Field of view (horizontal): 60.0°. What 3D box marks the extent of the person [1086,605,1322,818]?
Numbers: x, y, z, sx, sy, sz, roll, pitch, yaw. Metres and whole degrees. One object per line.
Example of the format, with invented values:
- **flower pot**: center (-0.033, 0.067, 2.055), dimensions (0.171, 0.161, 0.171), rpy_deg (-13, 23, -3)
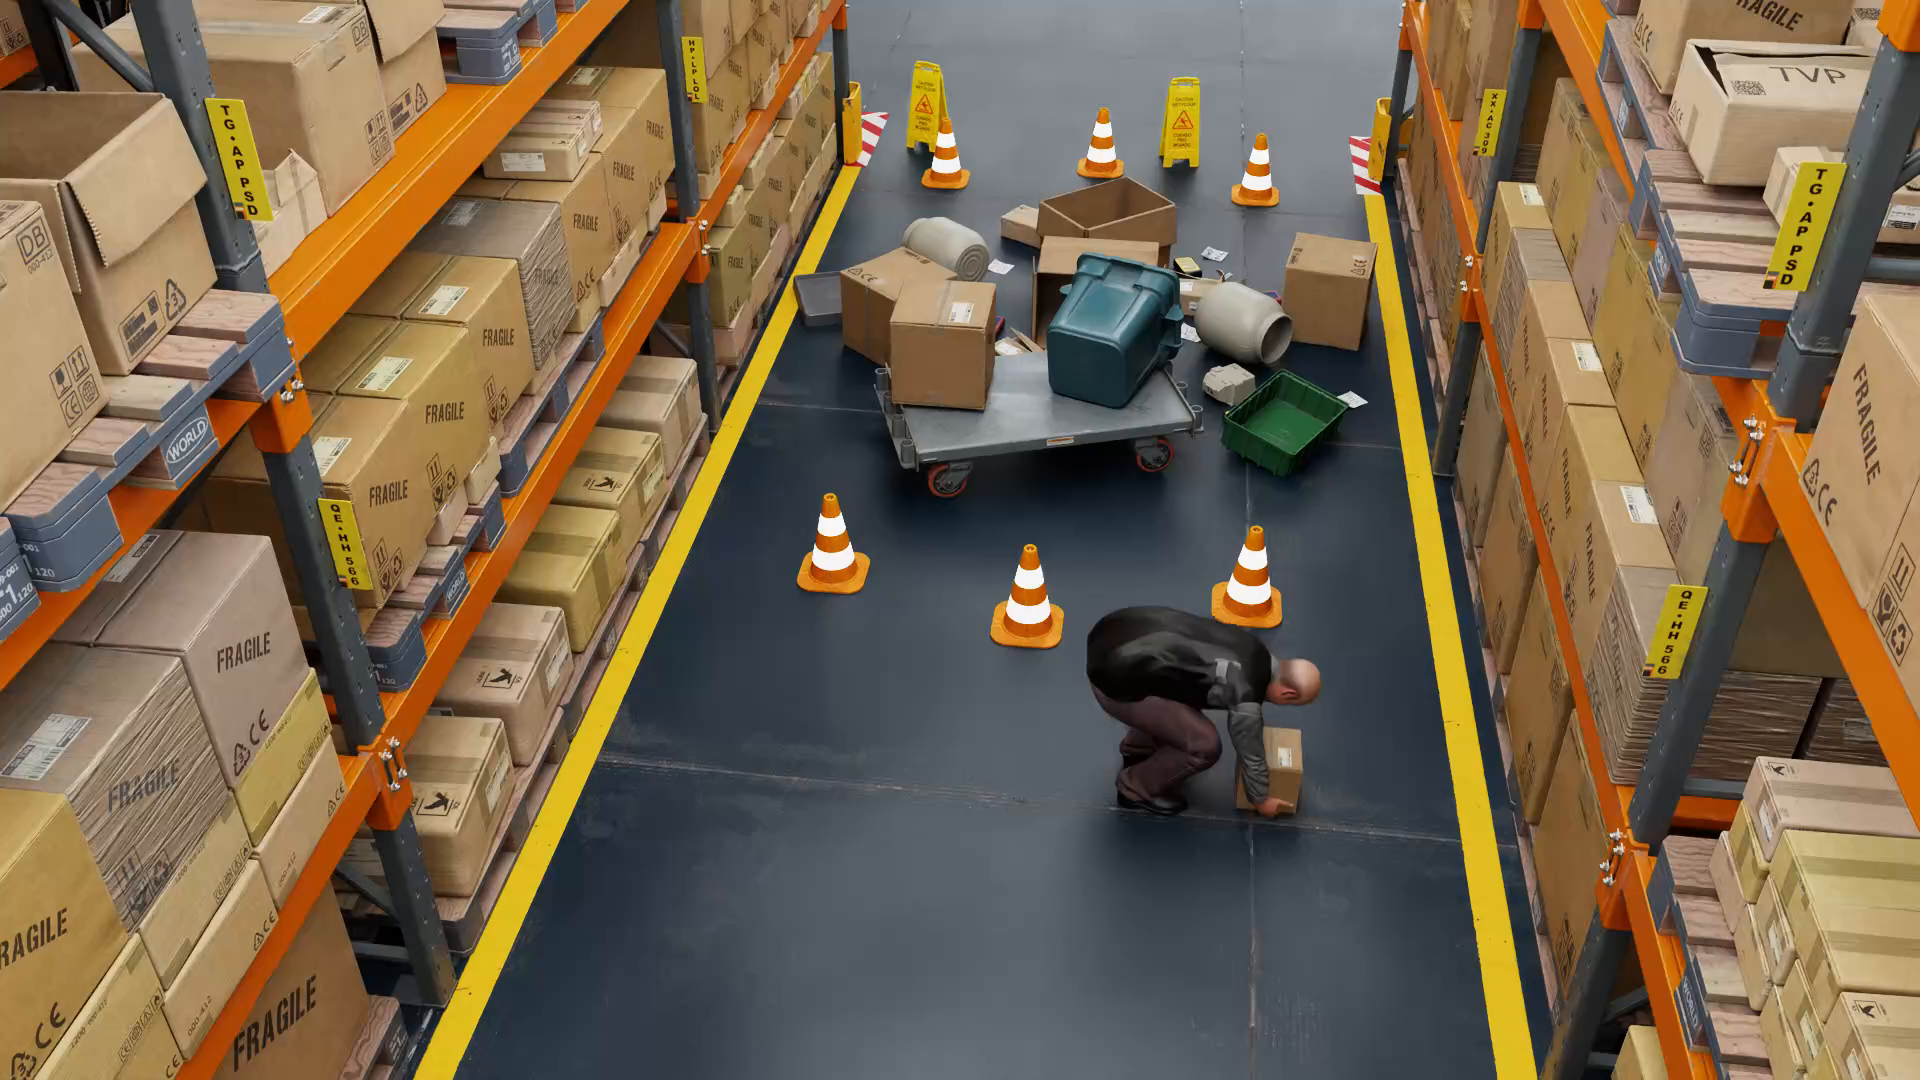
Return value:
- **person**: center (0.984, 0.683, 6.833), dimensions (0.950, 0.906, 0.520), rpy_deg (3, 36, 4)
